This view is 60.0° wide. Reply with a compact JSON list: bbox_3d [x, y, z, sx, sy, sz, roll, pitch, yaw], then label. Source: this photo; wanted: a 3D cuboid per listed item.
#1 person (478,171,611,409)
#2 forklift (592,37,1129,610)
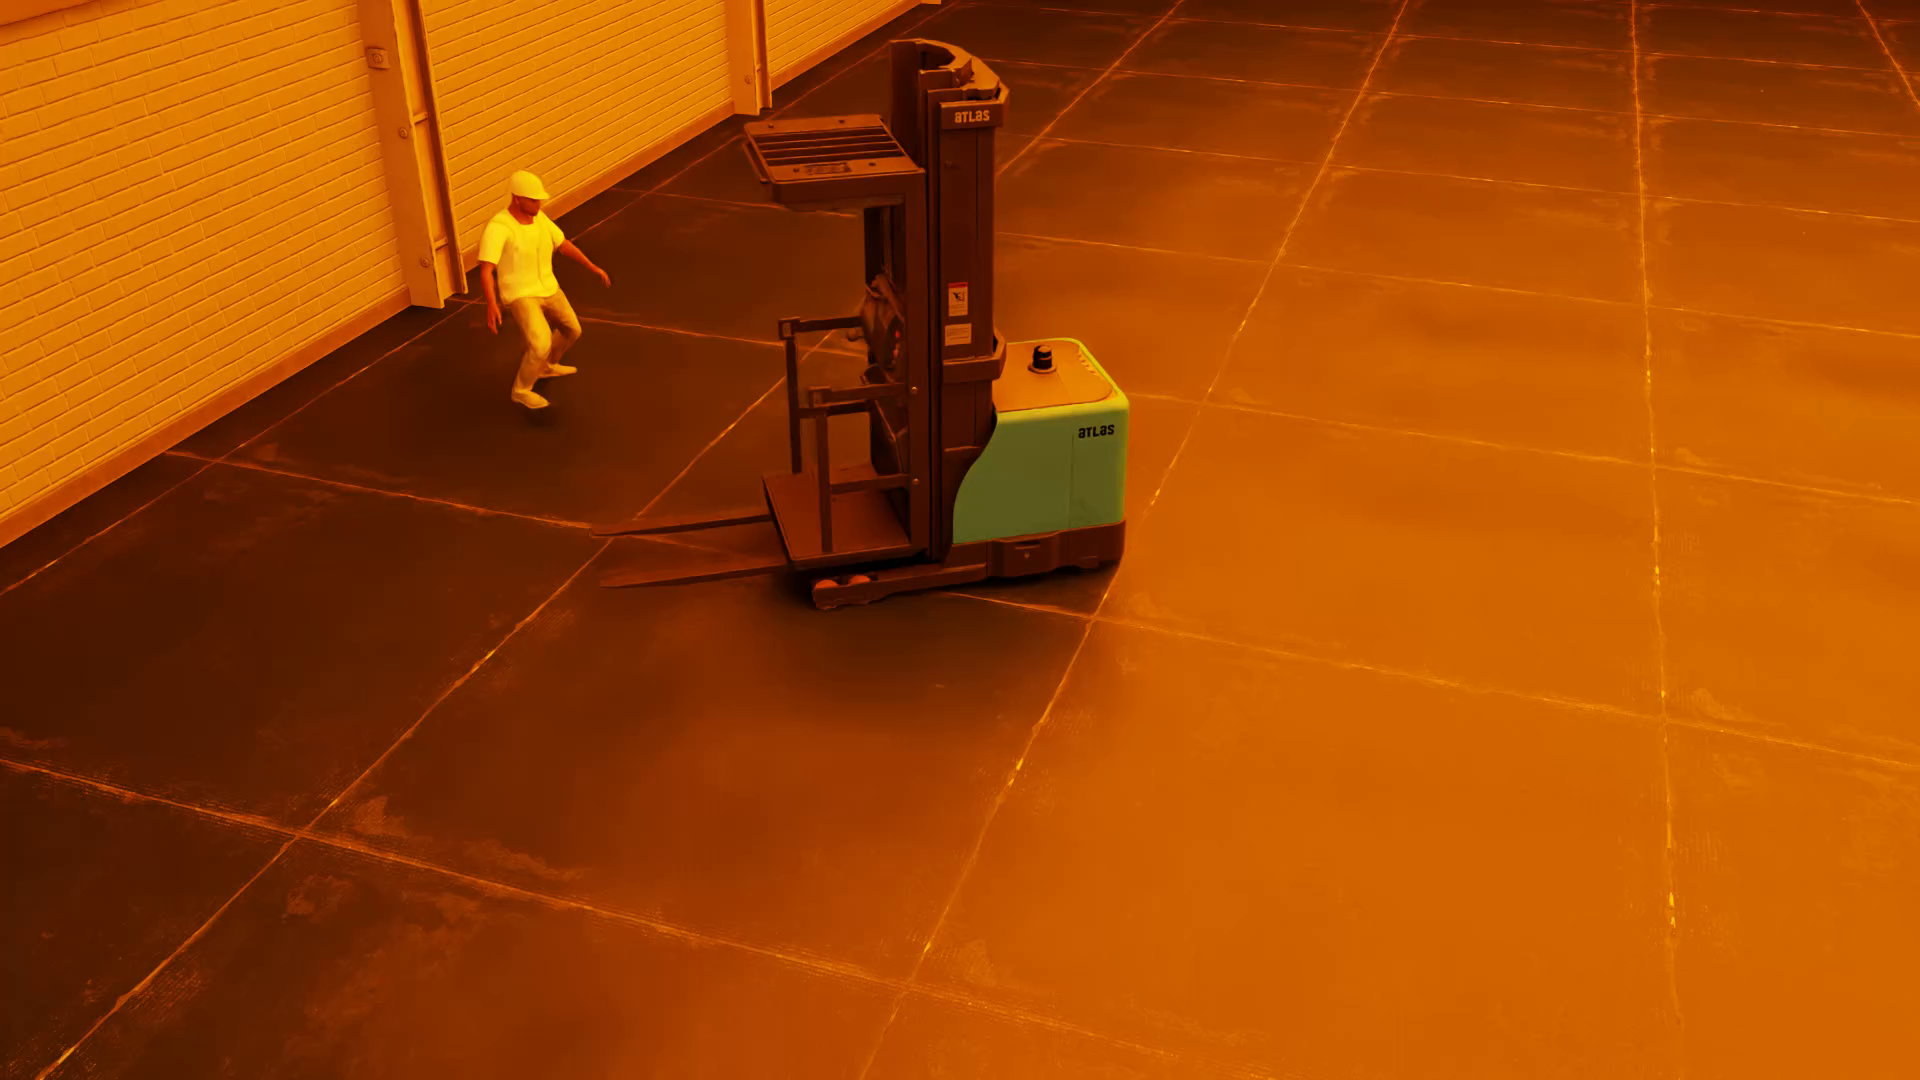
[{"bbox_3d":[-2.928,-1.747,11.538,0.668,1.638,1.016,16,33,26],"label":"person"},{"bbox_3d":[-0.607,-1.168,9.186,3.031,2.935,1.130,-7,31,-13],"label":"forklift"}]
